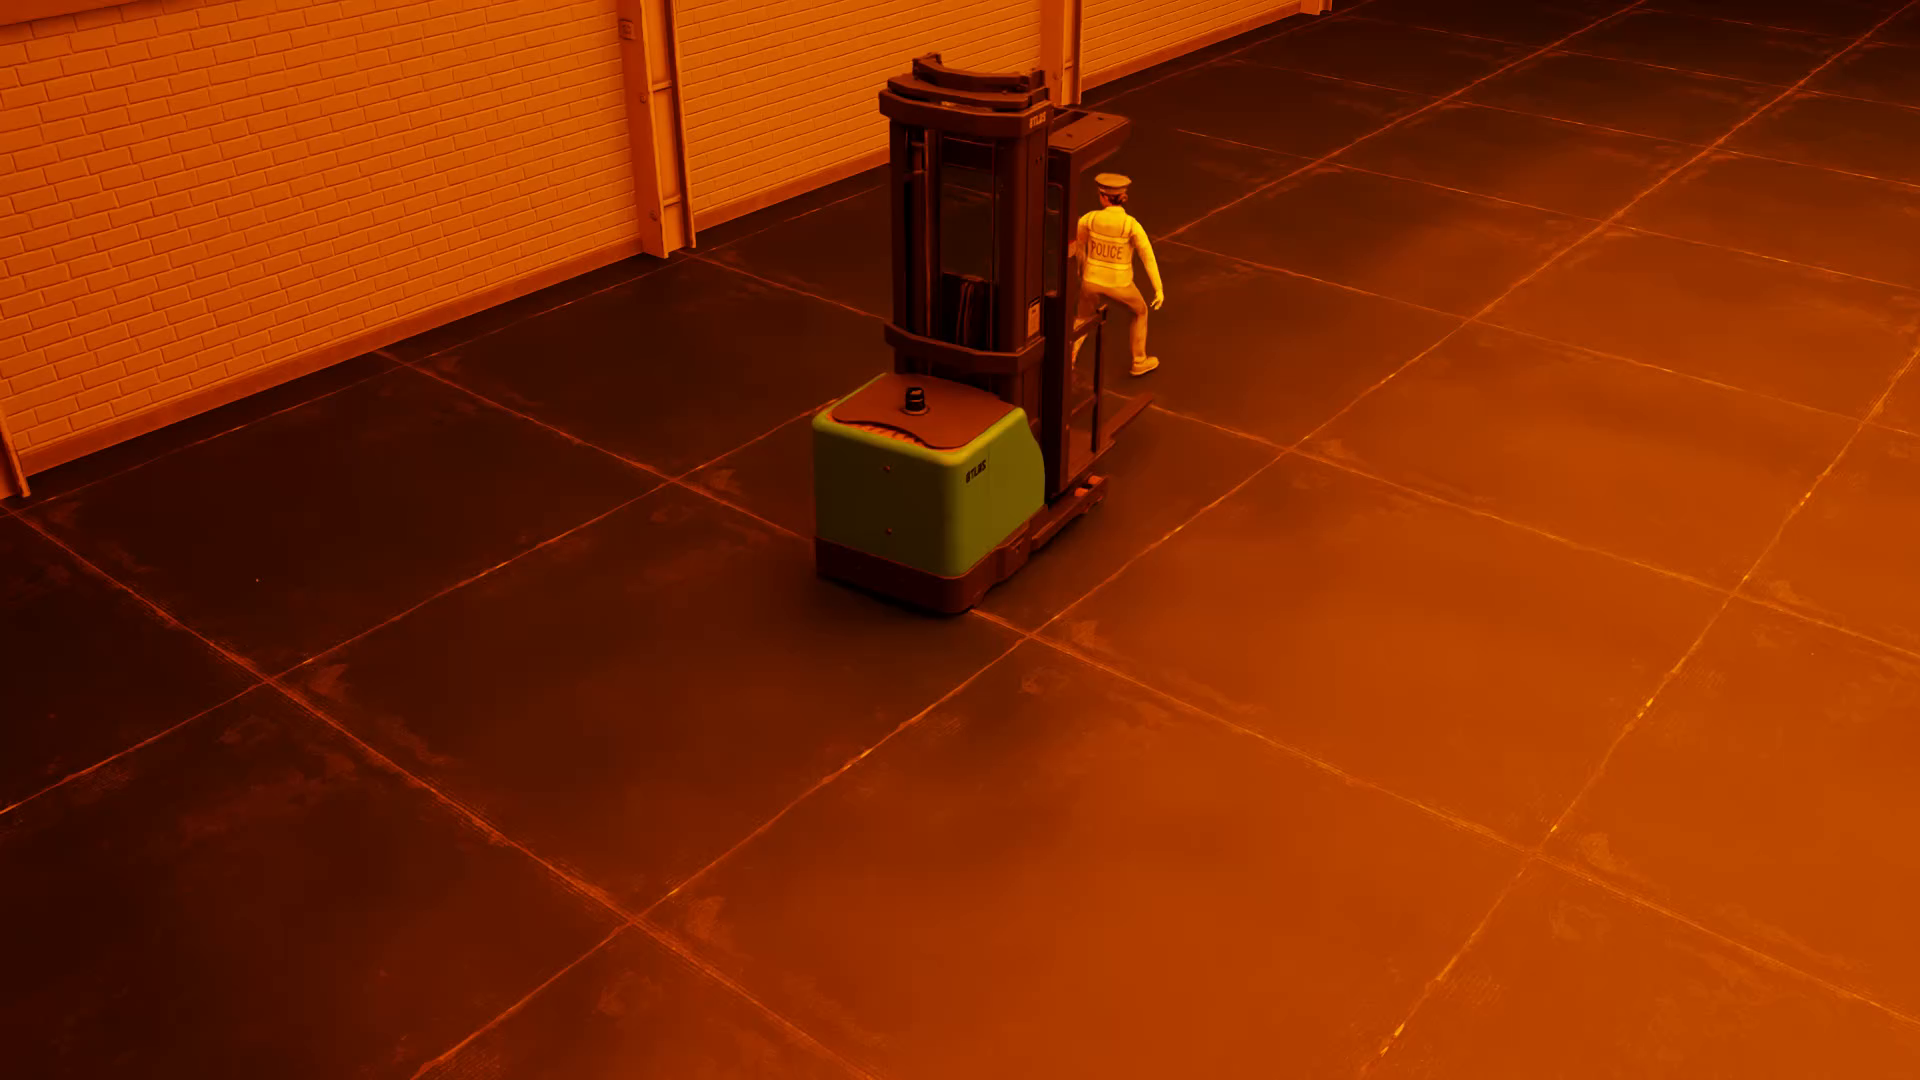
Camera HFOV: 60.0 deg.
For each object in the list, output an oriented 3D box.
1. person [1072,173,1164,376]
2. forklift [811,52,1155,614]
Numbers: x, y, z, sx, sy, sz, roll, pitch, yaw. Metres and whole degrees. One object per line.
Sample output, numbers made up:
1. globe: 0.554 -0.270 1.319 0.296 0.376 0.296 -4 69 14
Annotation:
1. person: 1.139 -1.880 12.242 0.772 1.623 0.701 12 32 19
2. forklift: 0.317 -1.546 10.241 1.130 2.935 3.031 17 34 27
